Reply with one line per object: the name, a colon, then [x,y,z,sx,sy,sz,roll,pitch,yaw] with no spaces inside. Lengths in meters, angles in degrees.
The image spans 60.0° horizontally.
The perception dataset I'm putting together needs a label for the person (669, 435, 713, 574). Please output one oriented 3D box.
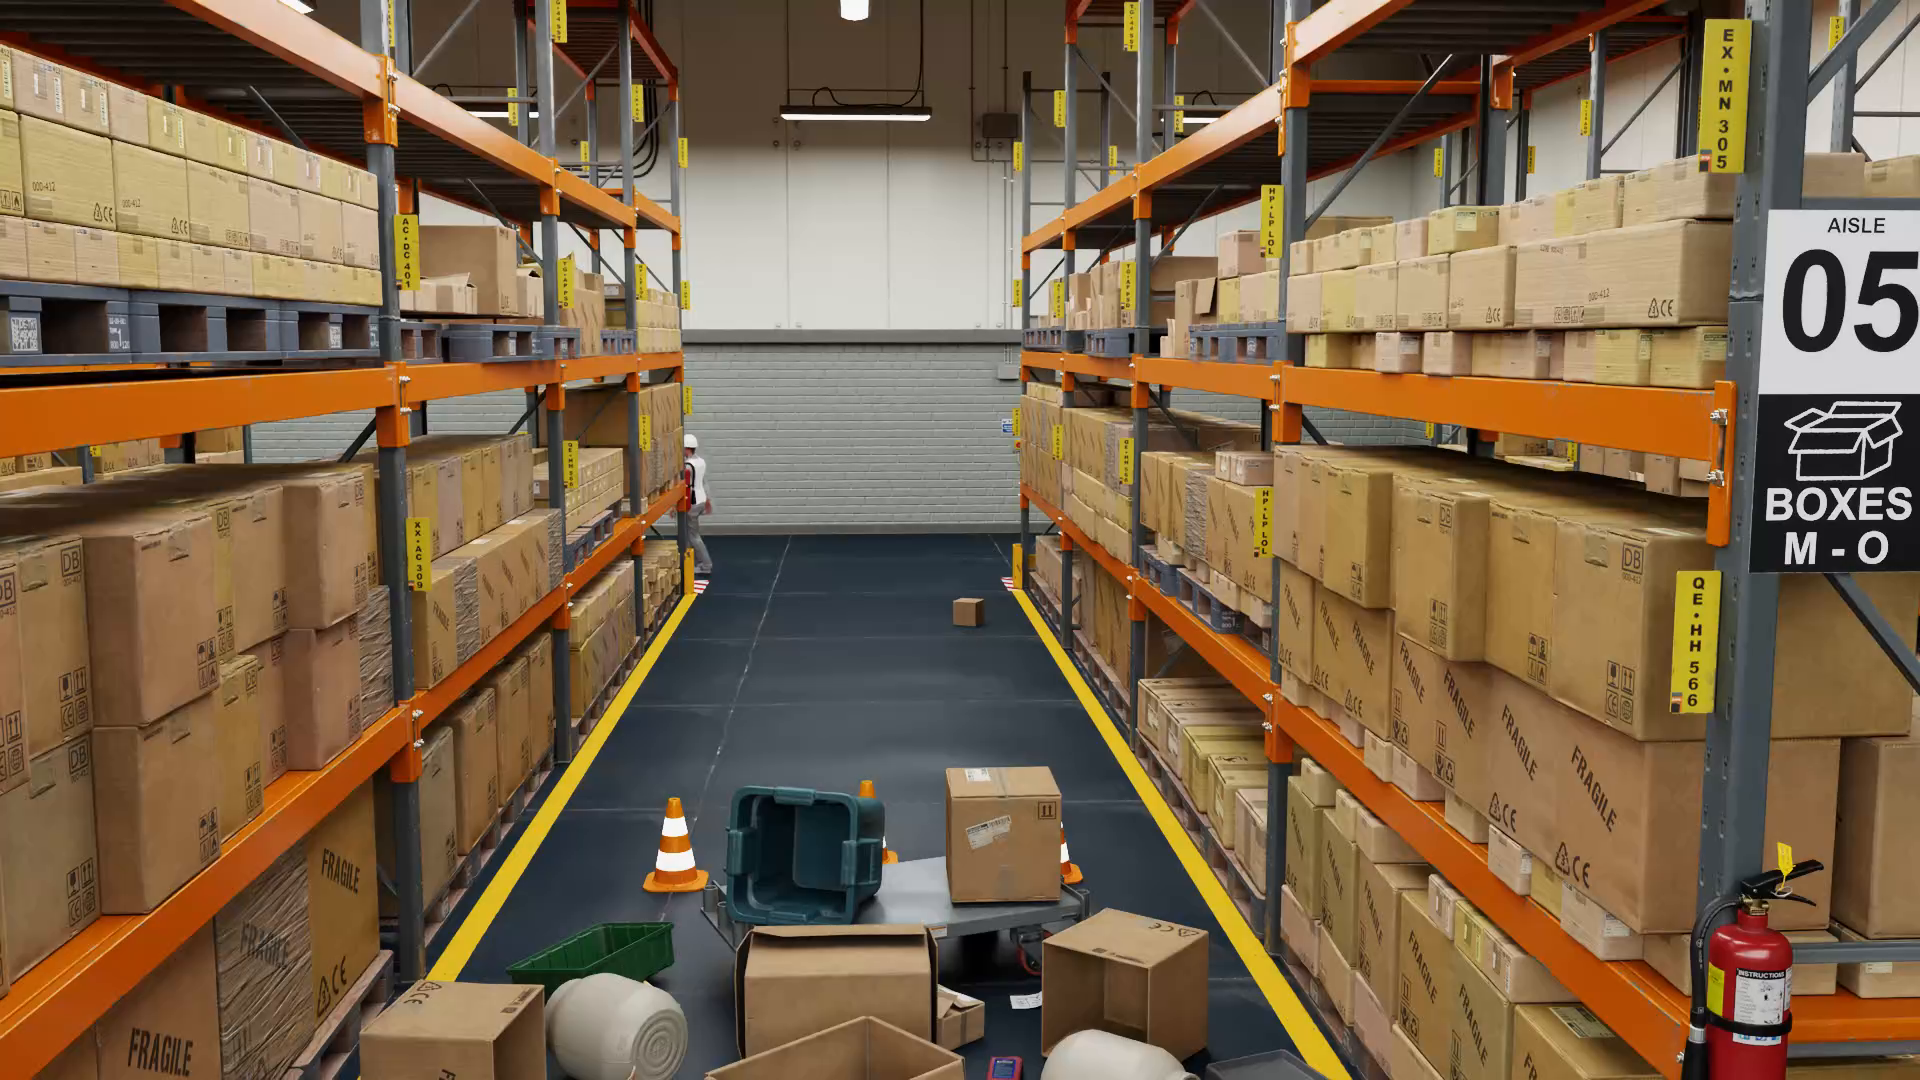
person: [-3.393,-0.410,20.753,0.609,1.824,0.588,2,7,13]
